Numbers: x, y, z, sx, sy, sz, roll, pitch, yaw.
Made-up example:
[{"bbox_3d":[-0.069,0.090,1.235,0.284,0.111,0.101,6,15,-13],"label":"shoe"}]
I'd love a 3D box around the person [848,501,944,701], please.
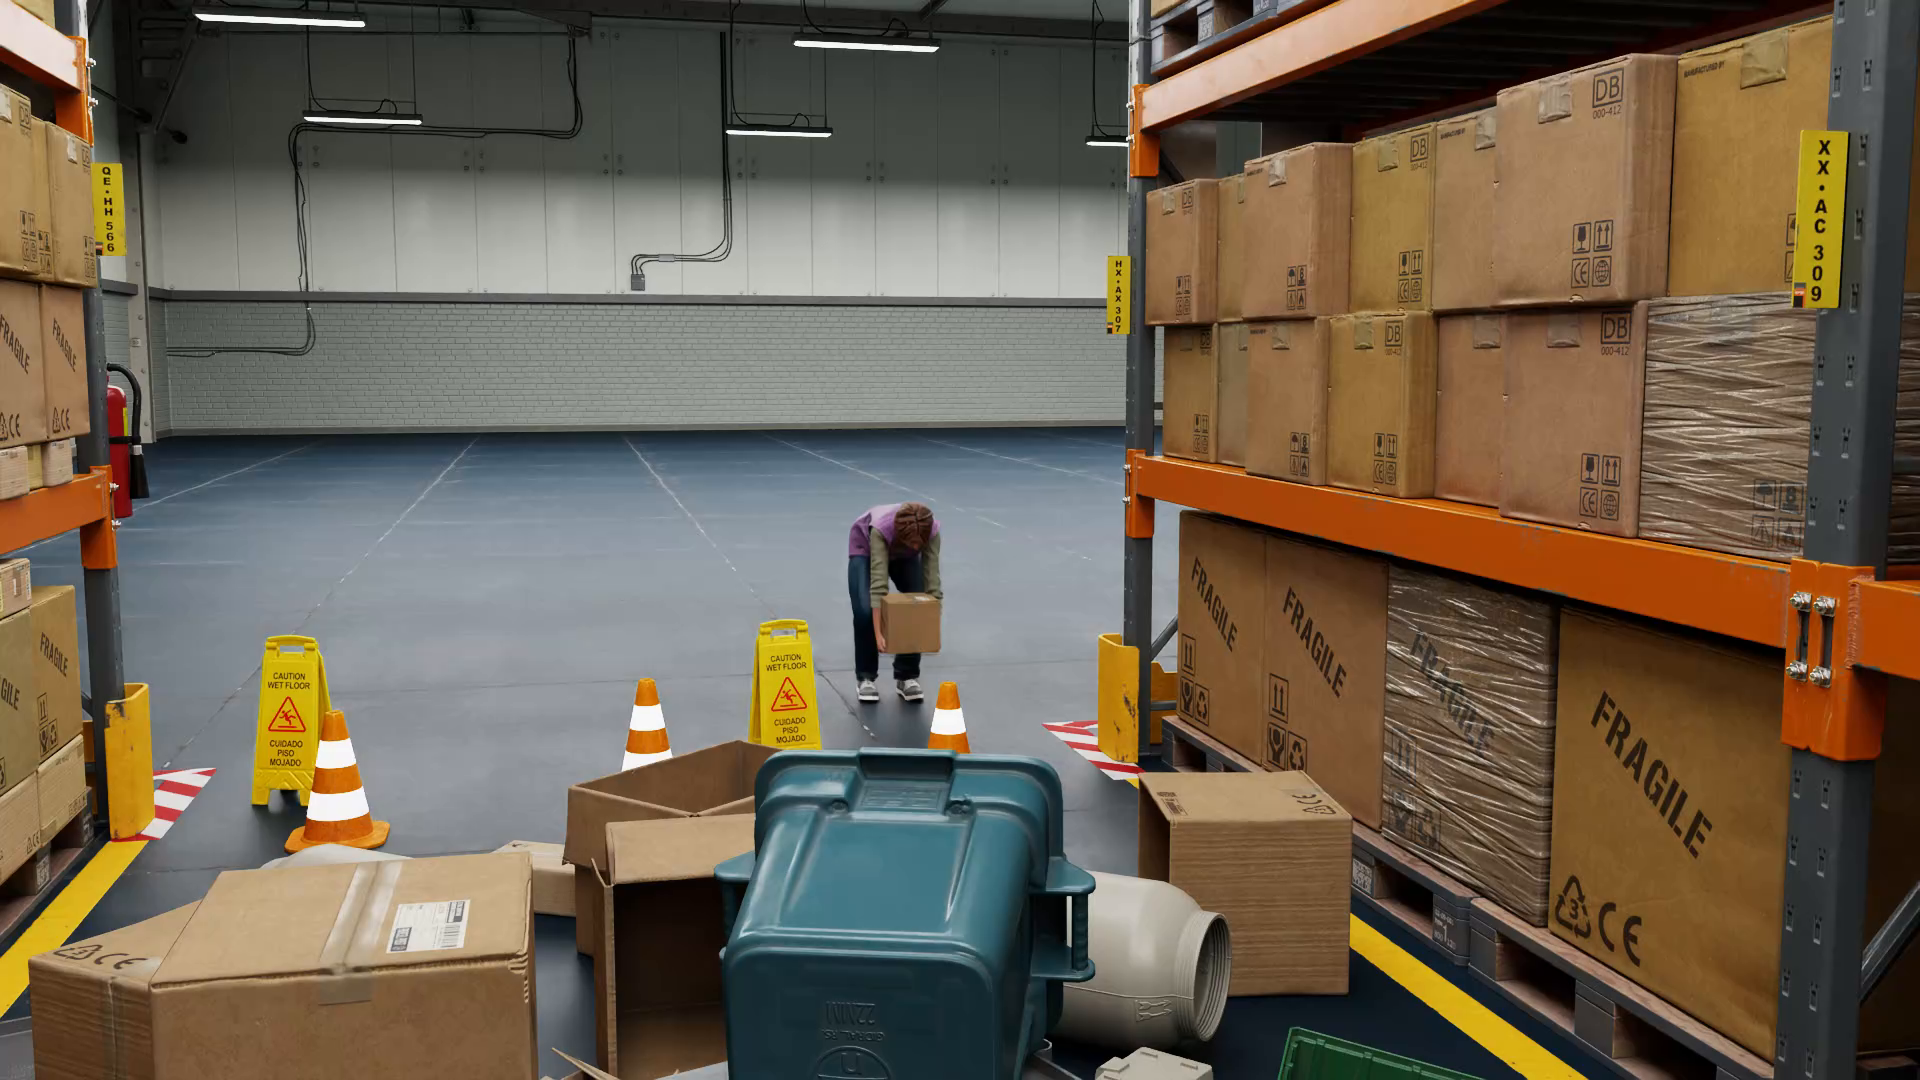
[{"bbox_3d":[-0.316,0.302,8.211,0.408,1.036,0.855,-2,7,-16],"label":"person"}]
